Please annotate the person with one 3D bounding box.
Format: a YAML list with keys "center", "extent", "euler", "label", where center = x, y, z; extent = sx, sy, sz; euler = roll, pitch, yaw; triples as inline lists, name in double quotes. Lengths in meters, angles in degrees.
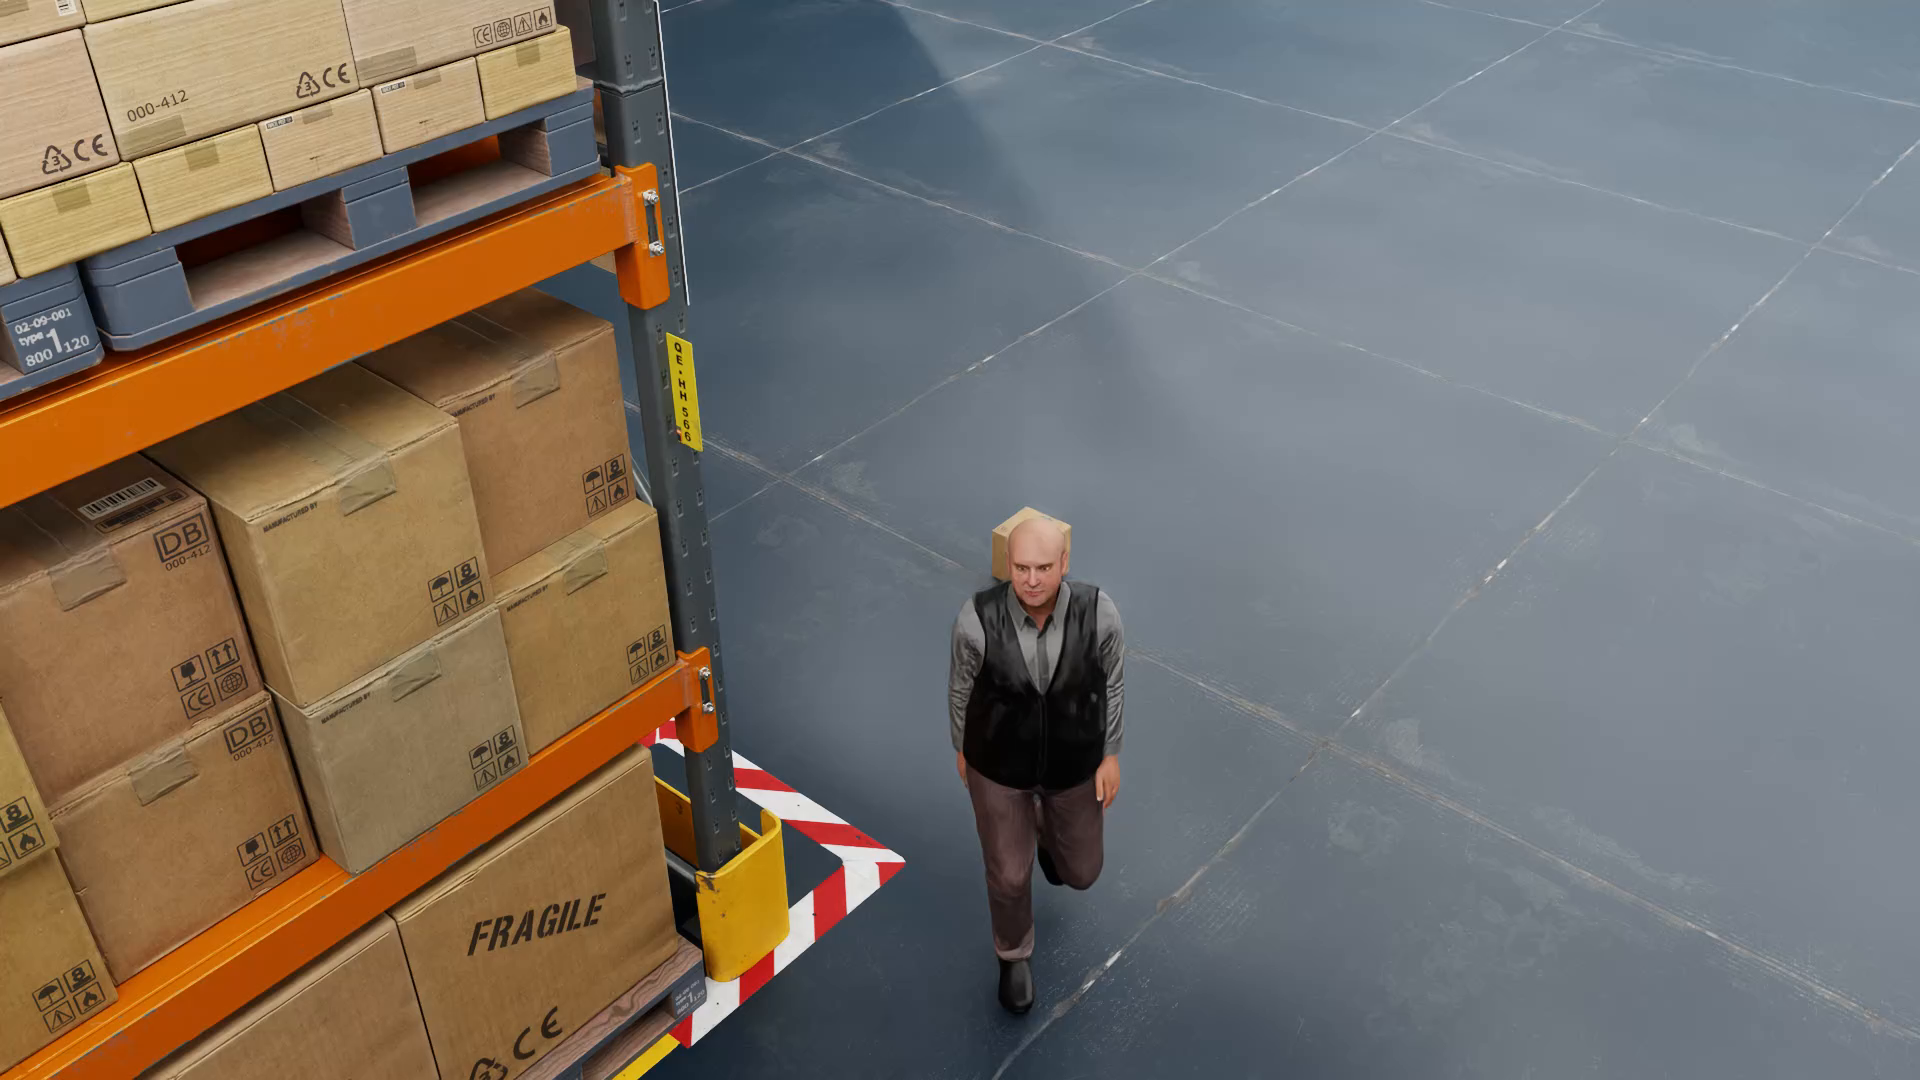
- center: [0.230, 0.637, 5.168]
  extent: [0.534, 1.648, 0.678]
  euler: [-3, 35, -5]
  label: "person"
